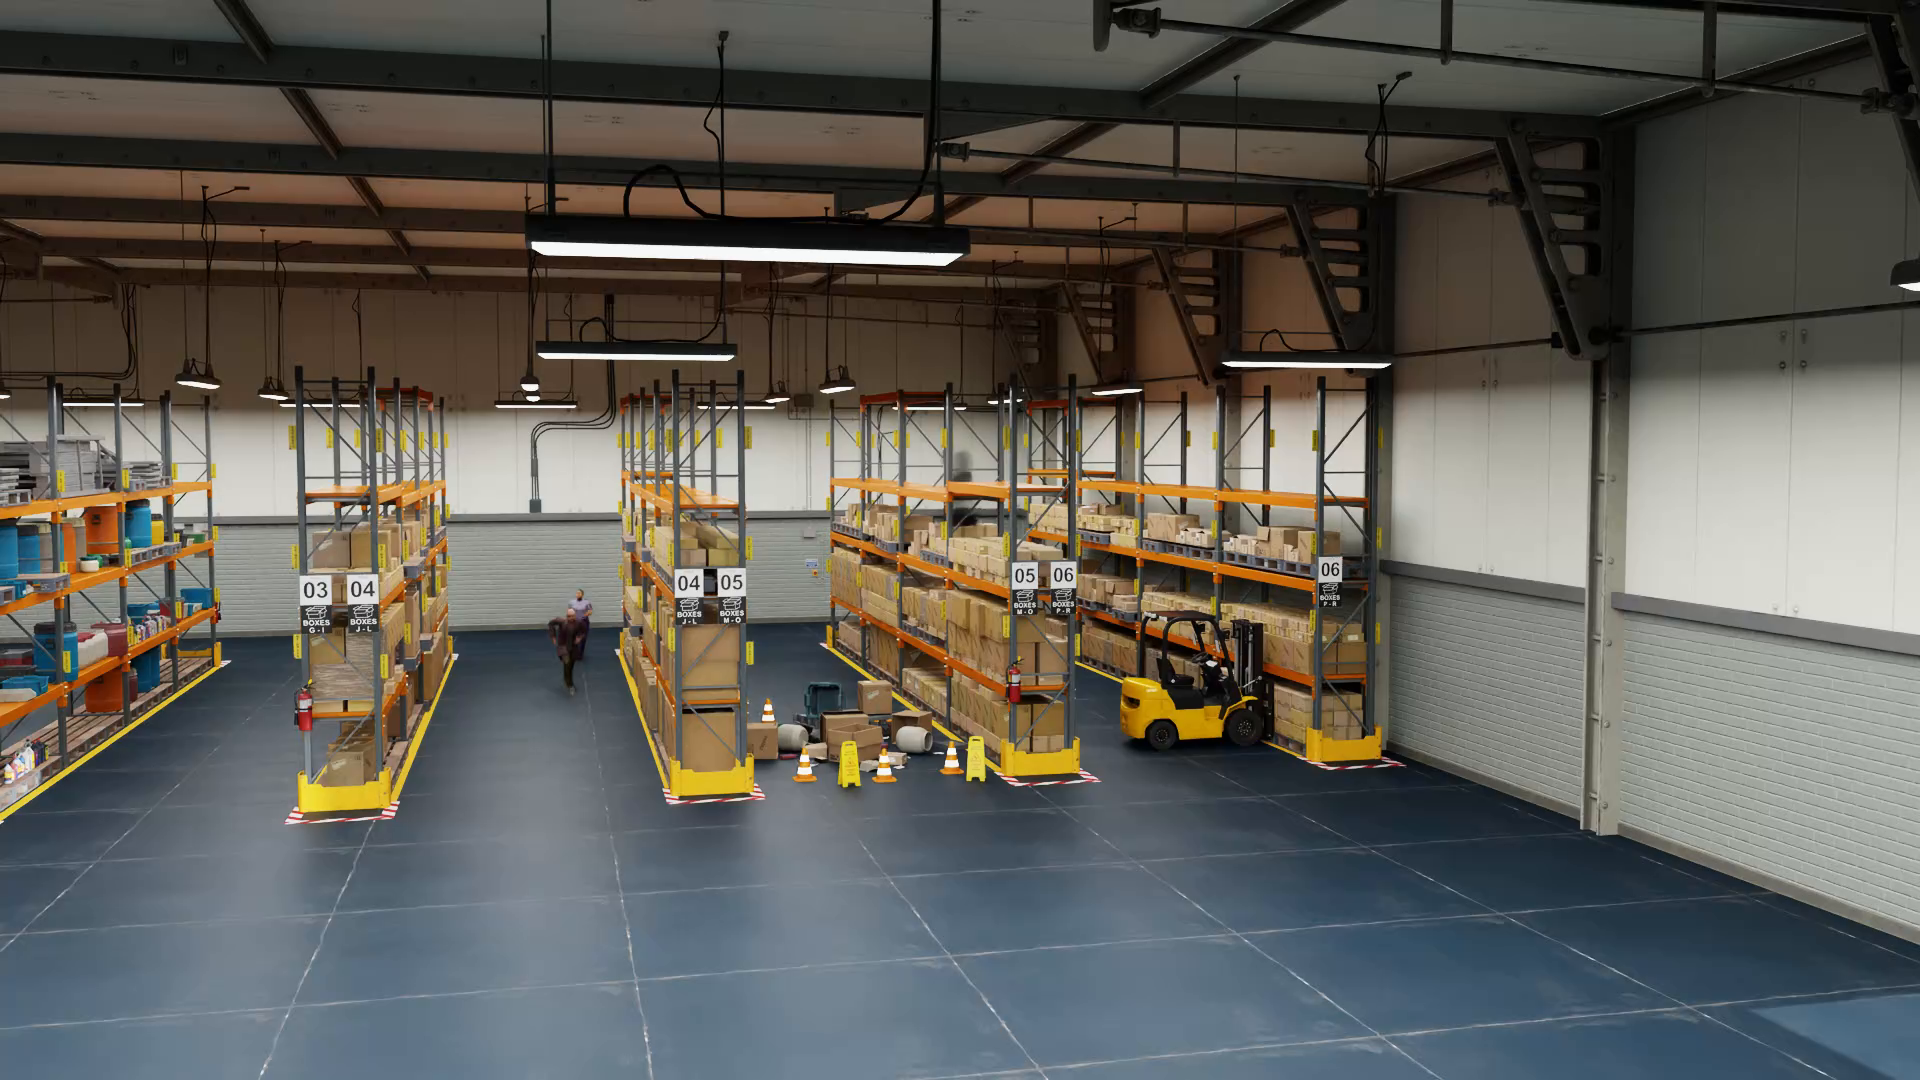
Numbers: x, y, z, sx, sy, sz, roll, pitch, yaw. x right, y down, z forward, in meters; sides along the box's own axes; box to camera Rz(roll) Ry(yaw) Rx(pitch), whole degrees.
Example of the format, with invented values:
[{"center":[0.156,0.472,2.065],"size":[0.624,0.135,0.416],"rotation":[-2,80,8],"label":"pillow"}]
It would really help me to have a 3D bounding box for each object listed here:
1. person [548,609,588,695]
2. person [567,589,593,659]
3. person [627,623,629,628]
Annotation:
[{"center":[-7.826,2.207,33.174],"size":[0.753,1.743,1.057],"rotation":[-1,4,-20],"label":"person"},{"center":[-8.650,1.934,37.912],"size":[0.581,1.637,0.638],"rotation":[-1,4,-14],"label":"person"},{"center":[-7.743,1.830,40.112],"size":[0.611,1.583,0.602],"rotation":[-1,3,-9],"label":"person"}]
